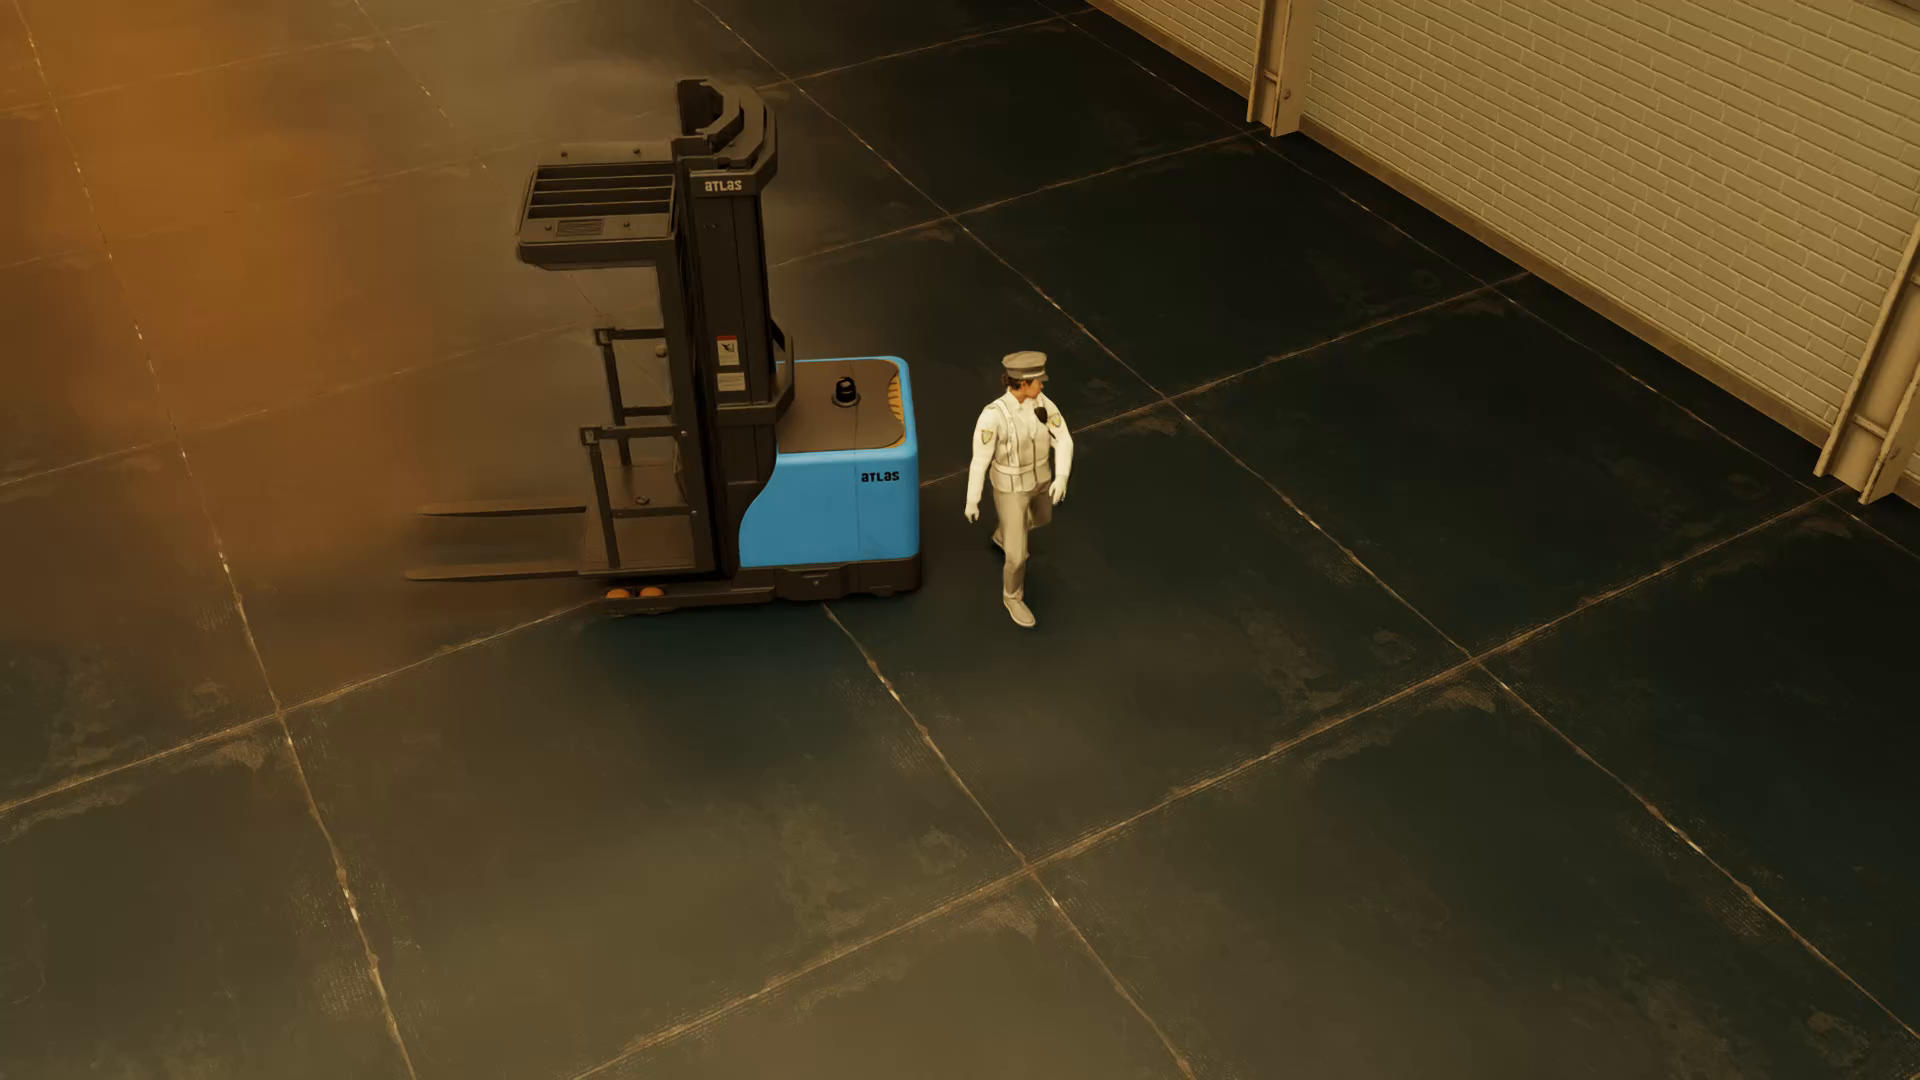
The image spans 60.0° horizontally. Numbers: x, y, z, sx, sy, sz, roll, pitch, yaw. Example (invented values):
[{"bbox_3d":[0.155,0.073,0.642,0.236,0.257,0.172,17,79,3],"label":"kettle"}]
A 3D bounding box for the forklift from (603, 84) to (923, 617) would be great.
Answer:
[{"bbox_3d":[-1.224,-1.035,9.334,1.939,2.867,1.129,-3,40,-4],"label":"forklift"}]

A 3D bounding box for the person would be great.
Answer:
[{"bbox_3d":[0.312,-0.292,9.491,0.670,1.538,0.786,-31,49,-32],"label":"person"}]
